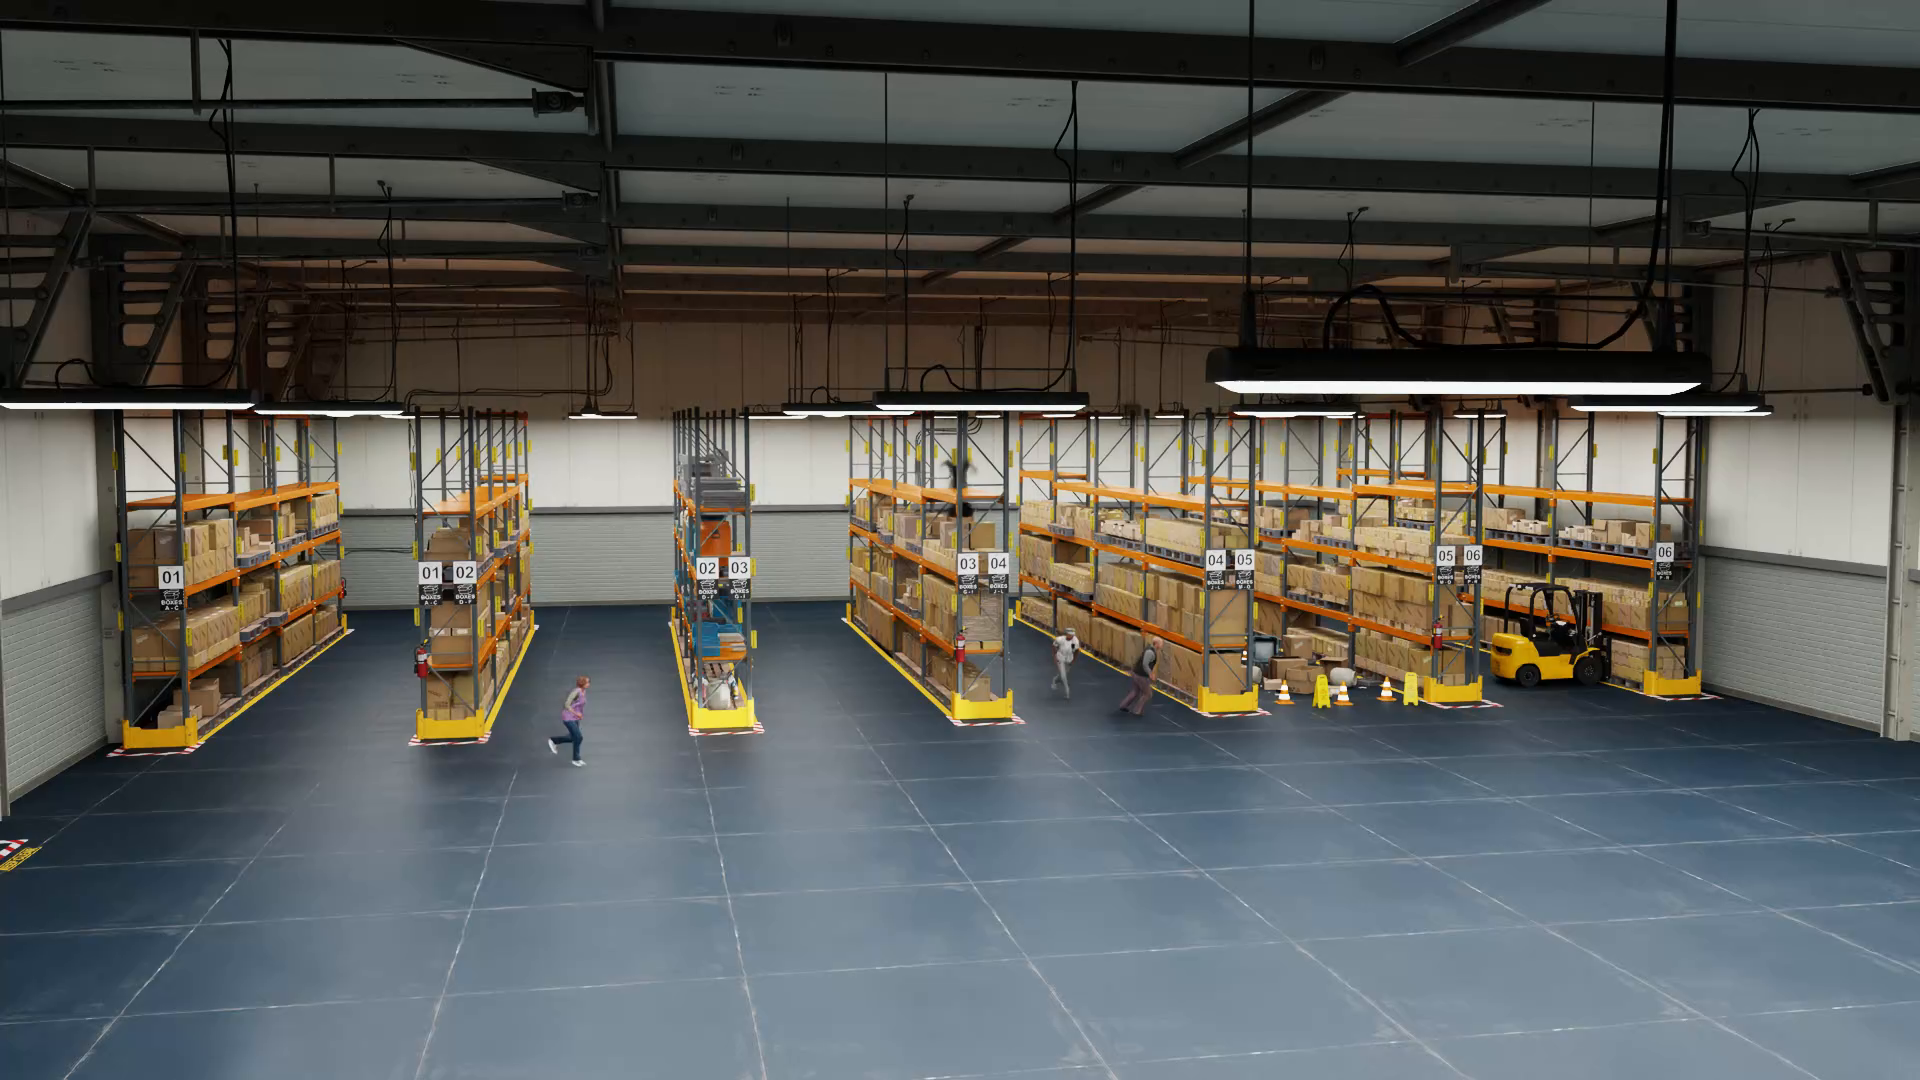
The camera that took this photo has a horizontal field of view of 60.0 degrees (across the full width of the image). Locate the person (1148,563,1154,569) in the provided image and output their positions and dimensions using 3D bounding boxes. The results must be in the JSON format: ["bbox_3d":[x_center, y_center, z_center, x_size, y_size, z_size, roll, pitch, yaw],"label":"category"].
[{"bbox_3d":[5.947,1.194,52.234,0.825,1.607,0.546,-2,5,-26],"label":"person"}]

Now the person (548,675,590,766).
[{"bbox_3d":[-6.519,3.017,27.683,0.769,1.536,0.534,1,4,16],"label":"person"}]

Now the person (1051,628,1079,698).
[{"bbox_3d":[2.171,2.526,34.747,0.566,1.479,1.058,-1,4,-13],"label":"person"}]

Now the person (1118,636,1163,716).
[{"bbox_3d":[3.510,2.639,32.298,0.838,1.580,0.686,0,4,2],"label":"person"}]
